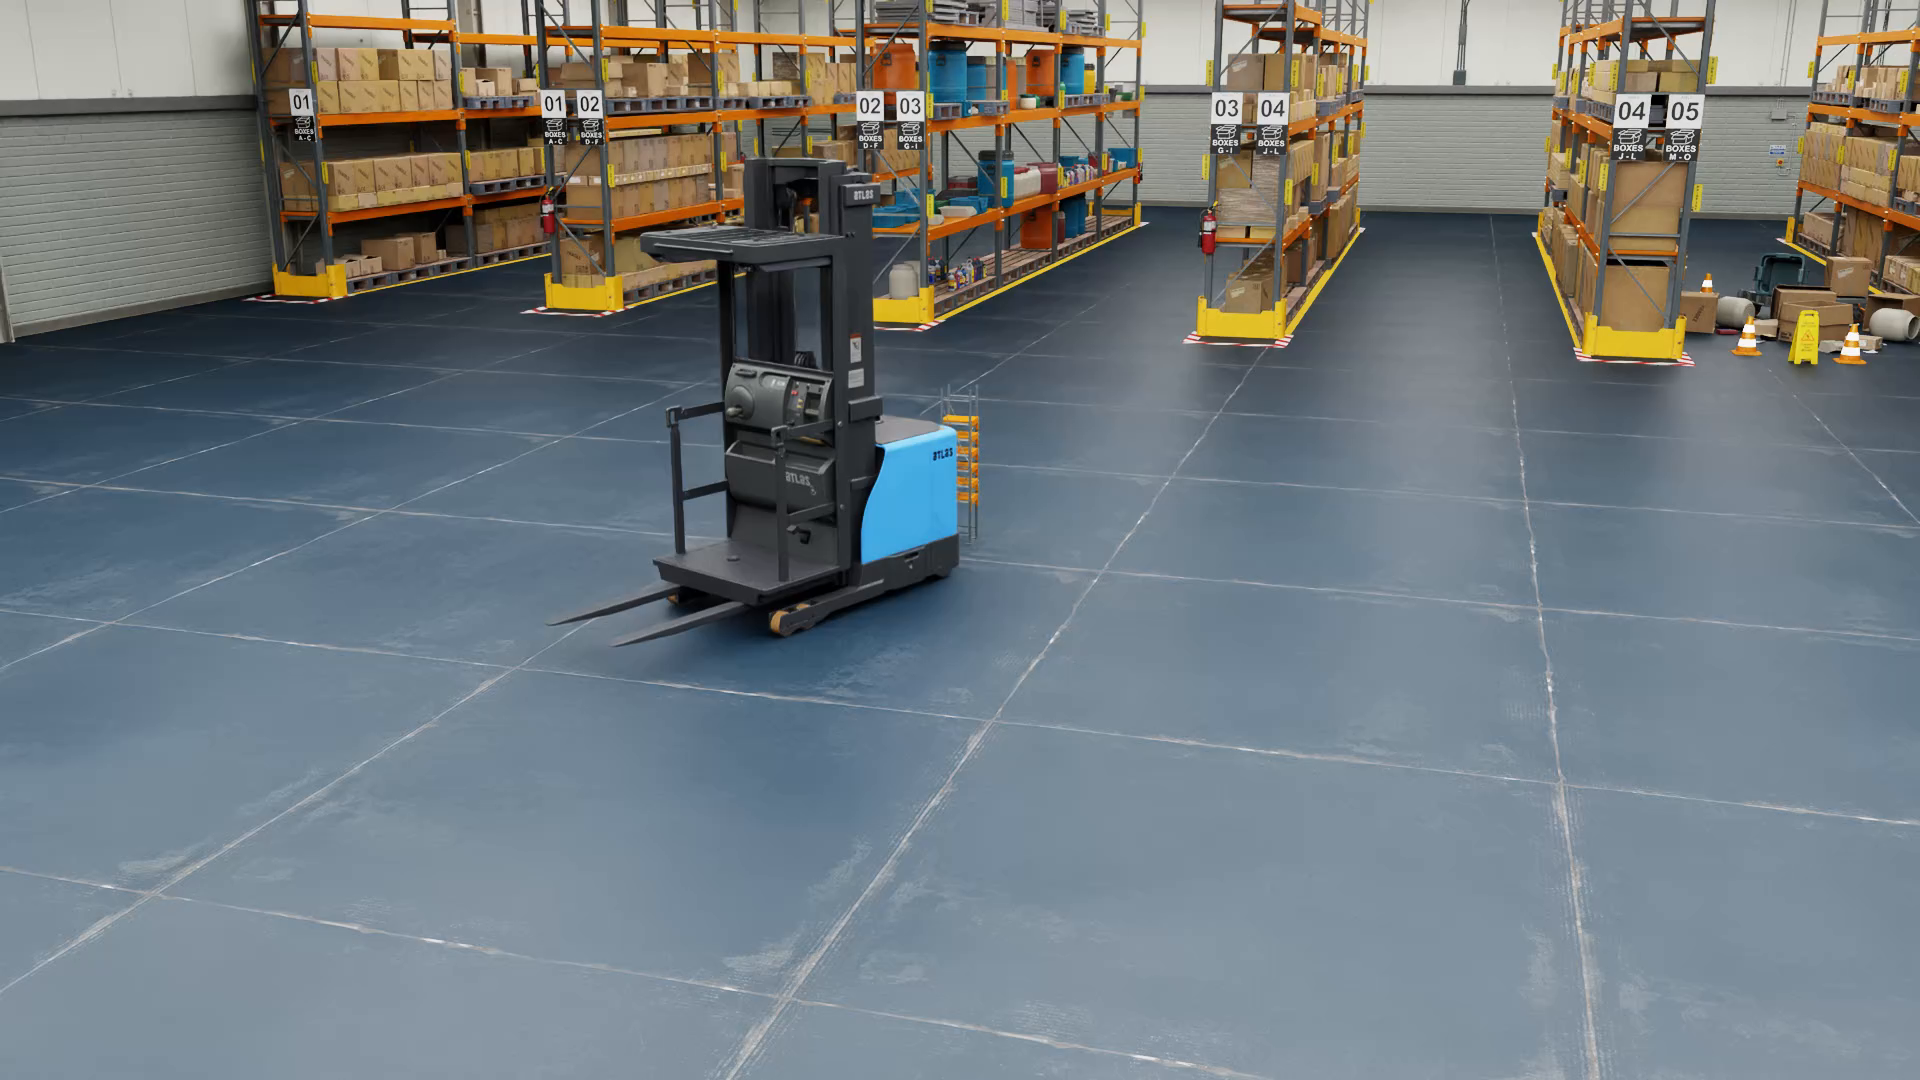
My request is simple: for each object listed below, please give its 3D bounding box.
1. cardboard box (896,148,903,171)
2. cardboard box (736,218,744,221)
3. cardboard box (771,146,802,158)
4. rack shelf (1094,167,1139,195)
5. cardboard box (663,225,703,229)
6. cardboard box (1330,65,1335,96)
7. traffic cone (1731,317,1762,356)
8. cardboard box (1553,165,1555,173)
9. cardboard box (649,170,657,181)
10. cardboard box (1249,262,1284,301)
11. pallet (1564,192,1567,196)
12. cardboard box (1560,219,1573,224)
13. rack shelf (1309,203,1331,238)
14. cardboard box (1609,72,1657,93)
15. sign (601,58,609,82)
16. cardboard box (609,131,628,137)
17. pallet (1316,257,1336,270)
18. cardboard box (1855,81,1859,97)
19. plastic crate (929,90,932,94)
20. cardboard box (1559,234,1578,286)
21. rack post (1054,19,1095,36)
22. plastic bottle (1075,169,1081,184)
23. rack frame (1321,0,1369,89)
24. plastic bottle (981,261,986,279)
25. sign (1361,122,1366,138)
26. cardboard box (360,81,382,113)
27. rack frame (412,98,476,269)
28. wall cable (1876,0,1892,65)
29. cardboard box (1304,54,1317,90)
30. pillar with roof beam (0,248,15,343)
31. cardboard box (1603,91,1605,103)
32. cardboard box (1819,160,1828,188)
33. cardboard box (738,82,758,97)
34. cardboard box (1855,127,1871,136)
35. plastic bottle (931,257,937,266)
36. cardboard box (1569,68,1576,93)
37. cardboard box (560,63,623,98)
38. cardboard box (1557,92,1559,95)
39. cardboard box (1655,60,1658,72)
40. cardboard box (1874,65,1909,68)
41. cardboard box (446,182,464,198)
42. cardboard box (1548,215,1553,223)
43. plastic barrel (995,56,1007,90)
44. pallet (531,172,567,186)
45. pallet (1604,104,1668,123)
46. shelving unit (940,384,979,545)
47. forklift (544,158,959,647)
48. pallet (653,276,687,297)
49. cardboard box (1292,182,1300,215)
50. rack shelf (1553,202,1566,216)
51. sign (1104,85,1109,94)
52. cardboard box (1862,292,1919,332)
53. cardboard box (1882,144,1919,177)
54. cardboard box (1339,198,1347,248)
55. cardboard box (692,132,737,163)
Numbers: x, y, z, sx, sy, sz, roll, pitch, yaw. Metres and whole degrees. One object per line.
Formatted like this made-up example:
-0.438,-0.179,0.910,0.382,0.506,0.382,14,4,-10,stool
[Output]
-1.590,-8.545,37.275,0.500,0.500,0.500,5,16,16,cardboard box
-3.991,-5.970,31.621,0.500,0.311,0.500,4,16,14,cardboard box
-3.349,-7.497,32.810,0.700,0.500,0.500,-1,16,-3,cardboard box
3.033,-7.912,36.544,1.077,0.370,4.000,5,16,16,rack shelf
-4.632,-4.998,27.850,0.500,0.500,0.500,5,16,16,cardboard box
6.046,-7.756,28.082,0.500,0.500,0.500,5,16,16,cardboard box
10.043,-2.608,21.177,0.336,0.463,0.334,5,16,16,traffic cone
11.020,-6.753,30.285,0.380,0.149,0.250,4,16,15,cardboard box
-5.011,-5.763,26.280,0.380,0.149,0.250,4,16,15,cardboard box
4.532,-3.836,24.669,0.500,0.500,0.500,3,16,11,cardboard box
11.327,-6.322,29.971,1.003,0.211,1.213,5,16,16,pallet
10.747,-5.452,28.992,0.500,0.250,0.500,4,16,15,cardboard box
5.509,-5.435,27.811,1.077,0.370,4.000,5,16,16,rack shelf
8.402,-5.714,20.756,0.500,0.250,0.500,5,17,17,cardboard box
-5.163,-6.837,24.193,0.100,0.325,0.005,5,16,16,sign
-7.365,-8.522,35.240,0.500,0.250,0.500,4,16,15,cardboard box
6.373,-5.163,30.644,1.003,0.211,1.213,5,16,16,pallet
16.238,-8.059,29.723,0.396,0.266,0.258,4,16,15,cardboard box
-0.692,-6.553,24.967,0.392,0.384,0.575,5,16,16,plastic crate
10.035,-4.388,26.154,1.050,0.750,0.750,5,16,16,cardboard box
2.012,-9.841,31.949,0.937,0.300,0.954,7,17,22,rack post
2.312,-7.223,33.026,0.152,0.276,0.135,5,16,16,plastic bottle
8.351,-11.283,36.118,1.000,3.000,0.127,5,16,16,rack frame
0.371,-4.395,26.999,0.061,0.283,0.133,5,17,19,plastic bottle
8.867,-9.022,36.585,0.100,0.325,0.005,5,16,16,sign
-9.778,-7.206,27.021,0.500,0.500,0.500,5,17,18,cardboard box
-9.307,-6.410,29.931,1.000,3.000,0.127,5,16,16,rack frame
22.579,-11.758,37.723,2.988,3.039,0.133,5,16,16,wall cable
5.057,-6.995,24.851,0.500,0.500,0.500,4,16,14,cardboard box
-8.652,-6.596,19.593,9.100,9.000,0.400,5,16,16,pillar with roof beam
8.661,-5.818,21.854,0.380,0.149,0.250,5,17,16,cardboard box
16.872,-7.039,31.965,0.500,0.500,0.500,4,16,15,cardboard box
-3.954,-8.095,29.880,0.500,0.250,0.500,3,16,11,cardboard box
16.677,-7.589,30.884,0.380,0.149,0.250,5,17,17,cardboard box
-0.436,-4.400,26.892,0.144,0.351,0.185,5,17,17,plastic bottle
11.376,-8.240,29.928,0.797,0.503,0.637,4,16,15,cardboard box
-5.526,-6.892,24.919,0.797,0.503,0.637,6,17,20,cardboard box
12.417,-8.986,33.791,0.500,0.250,0.500,4,16,14,cardboard box
9.438,-6.285,22.038,0.380,0.149,0.250,5,17,17,cardboard box
17.084,-8.461,30.529,0.500,0.500,0.500,5,17,17,cardboard box
-9.151,-6.200,29.429,0.500,0.250,0.500,5,16,16,cardboard box
12.028,-6.445,33.419,0.380,0.149,0.250,4,16,13,cardboard box
0.500,-7.818,28.479,0.600,0.901,0.708,5,16,16,plastic barrel
-8.271,-7.169,32.960,1.213,0.211,1.003,5,16,16,pallet
8.731,-5.395,21.019,1.003,0.211,1.213,5,16,16,pallet
-0.004,-0.573,12.652,0.258,1.200,0.189,5,16,16,shelving unit
-1.334,-0.945,10.790,1.130,2.935,3.031,13,20,38,forklift
-5.167,-4.160,27.109,1.003,0.211,1.213,5,16,16,pallet
4.532,-5.069,24.475,0.875,0.500,0.500,5,16,16,cardboard box
11.372,-6.070,30.051,1.077,0.370,4.000,5,16,16,rack shelf
2.992,-9.139,34.038,0.100,0.325,0.005,5,16,16,sign
12.833,-3.113,22.883,0.500,0.500,0.500,-10,19,-32,cardboard box
15.475,-6.220,27.246,0.500,0.500,0.500,4,16,14,cardboard box
6.798,-6.127,32.059,1.225,0.875,0.875,4,16,14,cardboard box
-6.032,-9.559,40.485,0.980,0.700,0.700,5,17,18,cardboard box
